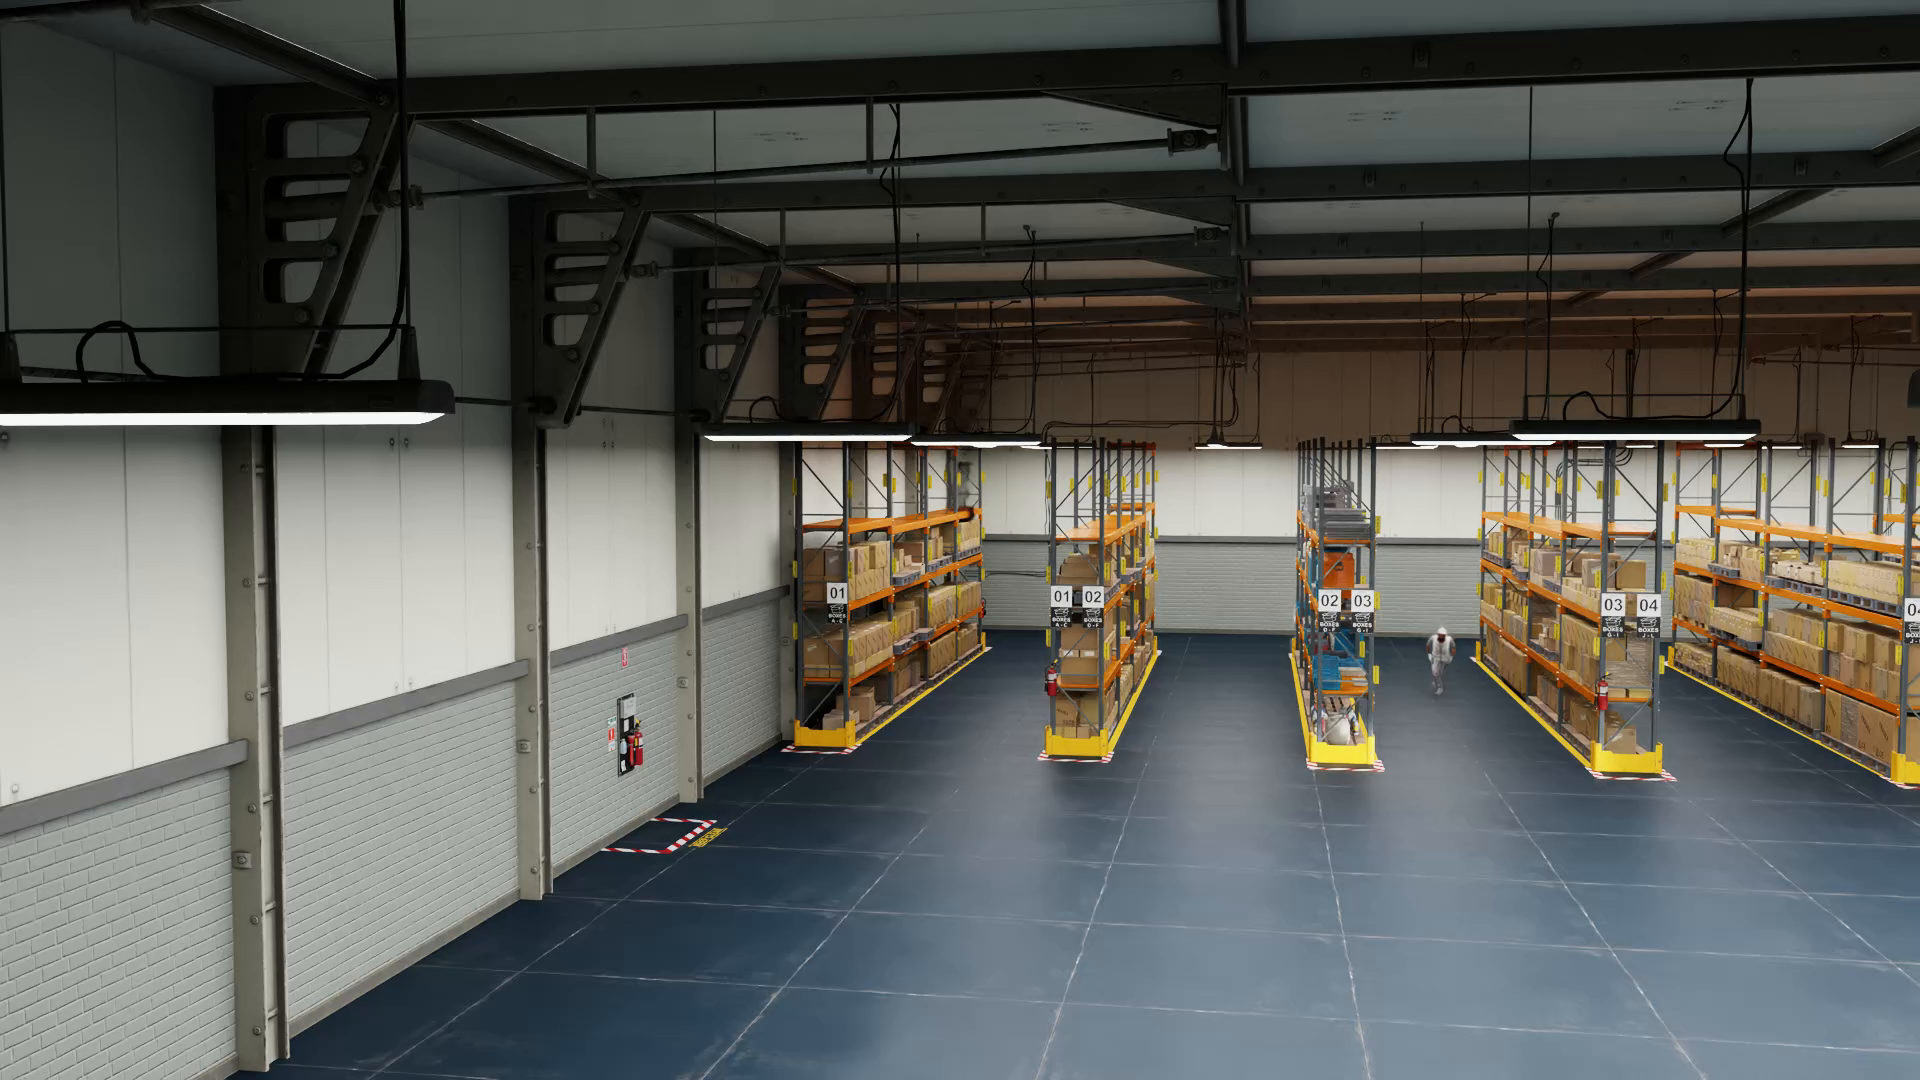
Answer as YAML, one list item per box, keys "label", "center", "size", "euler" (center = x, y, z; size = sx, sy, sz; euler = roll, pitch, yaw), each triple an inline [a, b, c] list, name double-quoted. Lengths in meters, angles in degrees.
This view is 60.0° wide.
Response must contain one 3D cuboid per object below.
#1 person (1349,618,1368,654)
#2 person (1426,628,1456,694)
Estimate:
- label: "person"
  center: [11.189, 2.393, 47.106]
  size: [0.909, 1.655, 0.673]
  euler: [2, 3, 28]
- label: "person"
  center: [11.414, 2.846, 39.526]
  size: [0.687, 1.612, 1.079]
  euler: [1, 3, 11]
